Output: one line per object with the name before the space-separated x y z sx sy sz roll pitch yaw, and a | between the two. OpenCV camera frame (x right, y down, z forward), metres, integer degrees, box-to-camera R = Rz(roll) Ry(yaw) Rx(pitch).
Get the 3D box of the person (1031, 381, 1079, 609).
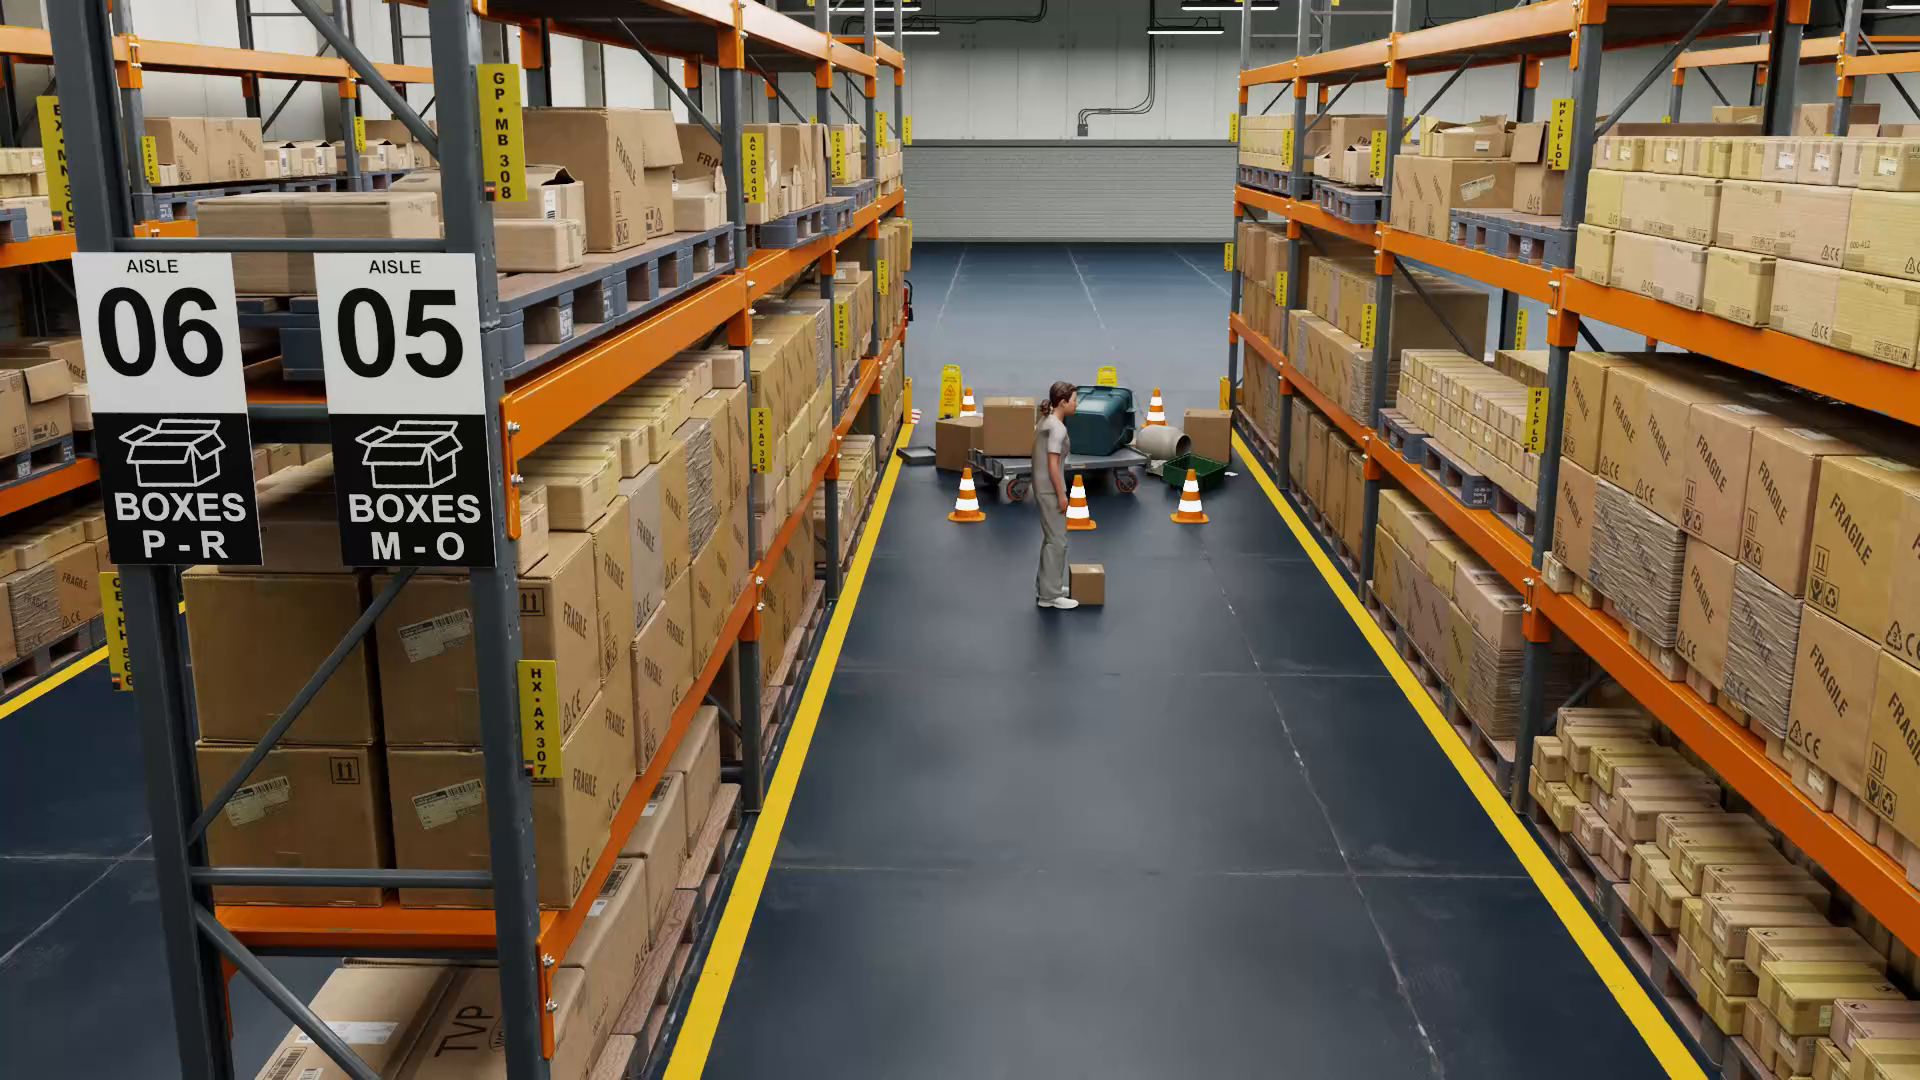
person | 0.711 -0.352 12.420 0.355 1.672 0.515 0 14 -2
